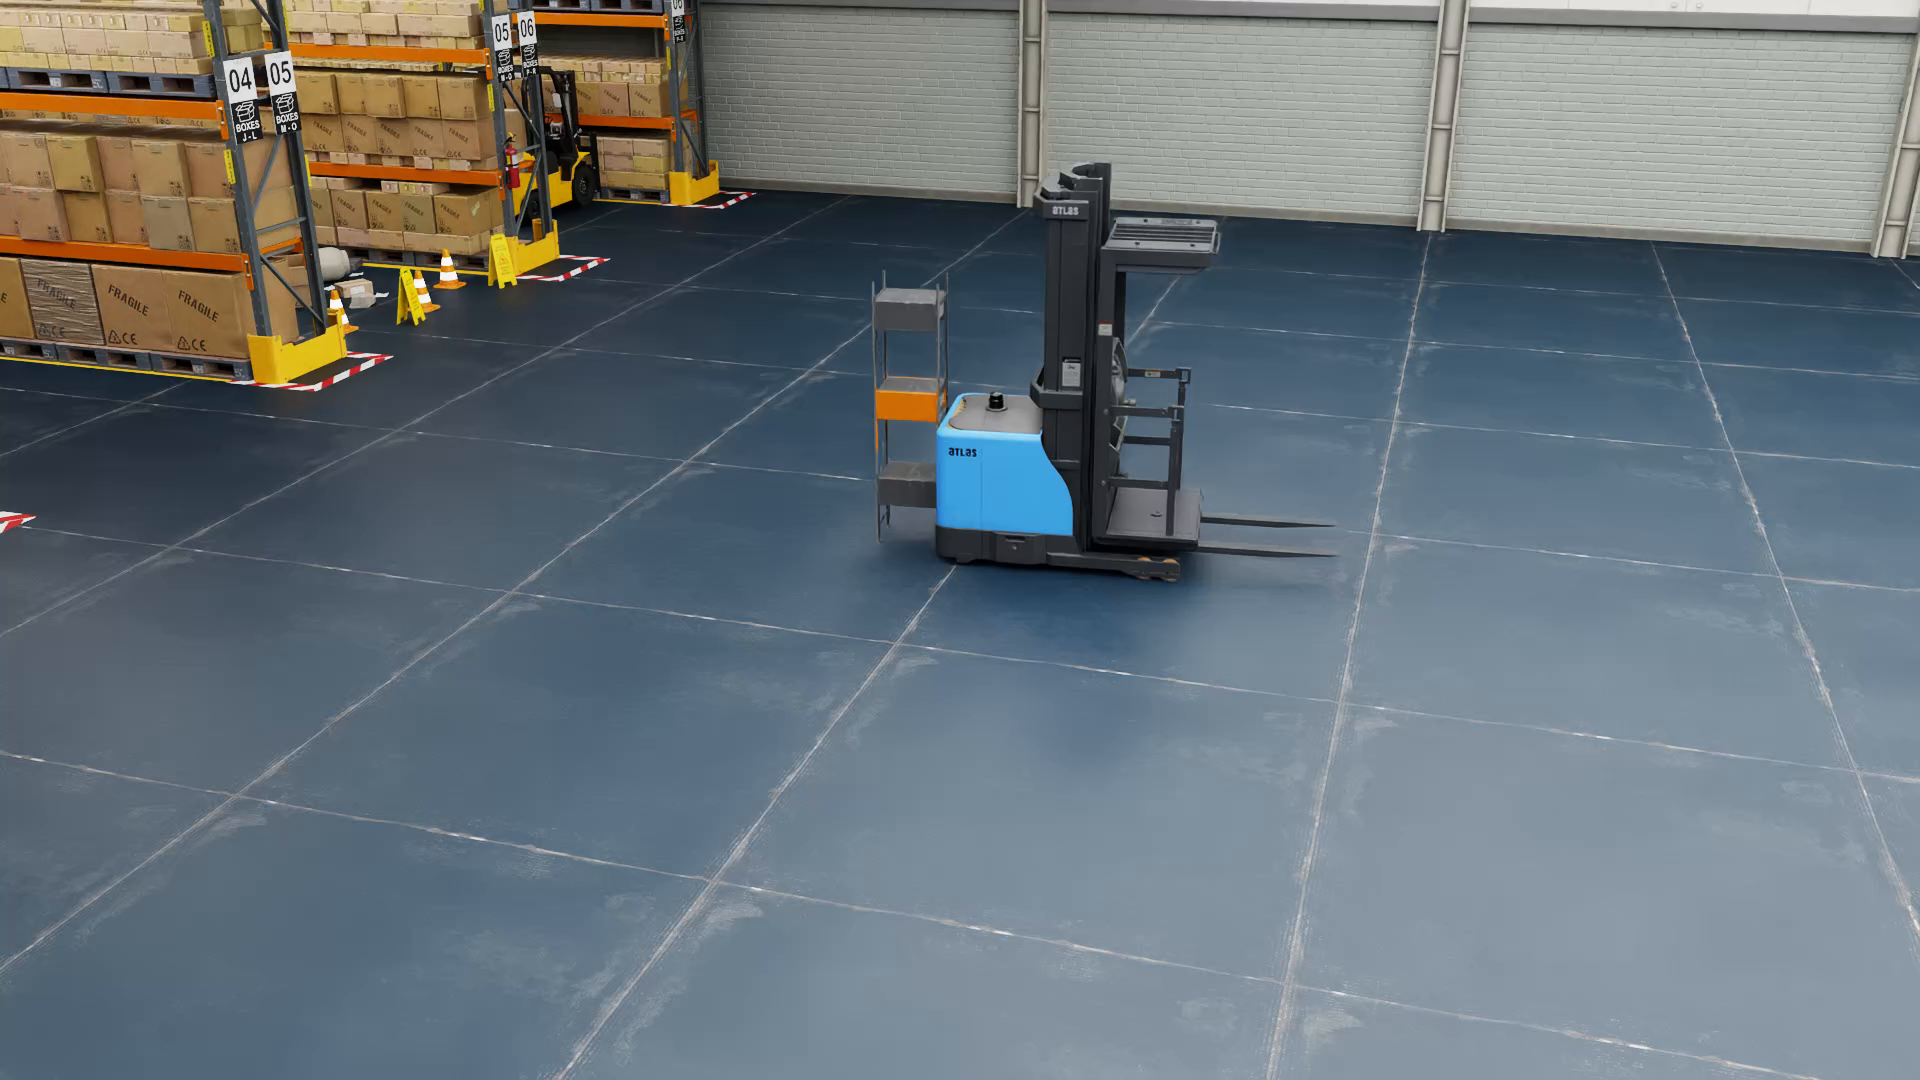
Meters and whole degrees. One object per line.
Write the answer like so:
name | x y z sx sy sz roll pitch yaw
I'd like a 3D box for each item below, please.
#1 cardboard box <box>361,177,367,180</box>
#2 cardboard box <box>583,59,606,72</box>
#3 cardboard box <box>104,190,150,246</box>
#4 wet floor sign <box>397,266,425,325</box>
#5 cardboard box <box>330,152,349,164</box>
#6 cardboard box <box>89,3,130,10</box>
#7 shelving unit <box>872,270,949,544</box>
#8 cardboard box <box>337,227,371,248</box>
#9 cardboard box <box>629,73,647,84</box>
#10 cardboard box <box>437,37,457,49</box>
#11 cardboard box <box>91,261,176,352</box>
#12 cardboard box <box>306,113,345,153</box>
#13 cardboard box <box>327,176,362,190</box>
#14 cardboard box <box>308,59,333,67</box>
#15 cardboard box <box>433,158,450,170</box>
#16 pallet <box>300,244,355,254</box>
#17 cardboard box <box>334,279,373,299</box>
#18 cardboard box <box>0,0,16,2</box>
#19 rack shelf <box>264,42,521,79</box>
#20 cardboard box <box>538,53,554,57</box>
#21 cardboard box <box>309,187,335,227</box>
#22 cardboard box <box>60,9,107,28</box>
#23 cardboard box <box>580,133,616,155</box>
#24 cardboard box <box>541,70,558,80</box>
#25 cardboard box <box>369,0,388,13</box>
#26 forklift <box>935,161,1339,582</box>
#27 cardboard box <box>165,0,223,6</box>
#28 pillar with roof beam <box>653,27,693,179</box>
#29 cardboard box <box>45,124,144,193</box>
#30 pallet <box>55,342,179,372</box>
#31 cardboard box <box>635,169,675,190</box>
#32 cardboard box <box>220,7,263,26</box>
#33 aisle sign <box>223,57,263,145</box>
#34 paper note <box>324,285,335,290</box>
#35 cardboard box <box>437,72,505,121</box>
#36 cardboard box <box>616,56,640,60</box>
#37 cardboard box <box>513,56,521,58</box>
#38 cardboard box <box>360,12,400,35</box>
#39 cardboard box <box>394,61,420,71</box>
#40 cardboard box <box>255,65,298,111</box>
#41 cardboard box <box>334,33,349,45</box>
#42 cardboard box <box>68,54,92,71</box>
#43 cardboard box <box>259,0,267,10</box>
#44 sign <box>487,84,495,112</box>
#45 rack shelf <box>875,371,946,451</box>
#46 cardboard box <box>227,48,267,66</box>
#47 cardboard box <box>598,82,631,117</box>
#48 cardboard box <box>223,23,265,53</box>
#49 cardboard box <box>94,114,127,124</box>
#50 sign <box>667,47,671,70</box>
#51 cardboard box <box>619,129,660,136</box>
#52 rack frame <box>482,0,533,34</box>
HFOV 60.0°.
cardboard box | -8.355 -4.705 22.774 0.500 0.500 0.500 7 23 16
cardboard box | -5.632 -7.347 25.756 0.250 0.149 0.380 7 23 17
cardboard box | -8.391 -3.463 17.467 0.550 0.550 0.875 7 23 16
wet floor sign | -6.391 -2.837 19.241 0.232 0.644 0.267 3 22 6
cardboard box | -8.056 -5.047 21.858 0.250 0.149 0.380 7 23 16
cardboard box | -8.680 -5.411 17.056 0.250 0.149 0.380 7 23 16
shelving unit | -0.371 -0.995 12.834 0.503 2.100 0.431 4 23 9
cardboard box | -7.977 -4.106 22.302 0.500 0.250 0.500 6 23 15
cardboard box | -4.893 -7.123 25.602 0.250 0.149 0.380 7 23 16
cardboard box | -6.327 -6.244 20.823 0.250 0.149 0.380 7 23 16
cardboard box | -8.502 -2.567 17.728 0.875 0.875 0.875 6 23 15
cardboard box | -8.182 -5.386 21.829 0.500 0.500 0.500 6 23 15
cardboard box | -8.146 -4.745 22.017 0.250 0.149 0.380 8 24 19
cardboard box | -10.427 -7.767 27.171 0.250 0.149 0.380 7 23 17
cardboard box | -6.591 -4.890 21.475 0.250 0.149 0.380 6 23 15
pallet | -8.833 -4.107 22.910 1.213 0.211 1.003 7 23 16
cardboard box | -7.495 -3.110 20.561 0.380 0.149 0.250 -20 29 -39
cardboard box | -10.136 -5.577 17.462 0.250 0.149 0.380 6 23 15
rack shelf | -7.572 -6.294 21.561 4.000 0.370 1.077 7 23 16
cardboard box | -6.678 -7.714 26.649 0.250 0.149 0.380 6 23 15
cardboard box | -8.484 -4.510 22.299 0.500 0.500 0.500 8 23 18
cardboard box | -8.628 -5.144 16.406 0.250 0.149 0.380 6 23 15
cardboard box | -5.734 -6.251 26.214 0.500 0.250 0.500 7 23 16
cardboard box | -6.353 -7.301 26.035 0.250 0.149 0.380 6 23 14
cardboard box | -7.255 -6.768 21.049 0.250 0.149 0.380 6 23 14
forklift | 1.376 -1.263 12.392 3.031 2.935 1.130 4 23 9
cardboard box | -10.088 -6.982 21.936 0.500 0.250 0.500 6 23 14
pillar with roof beam | -5.877 -8.439 21.890 0.400 9.000 9.100 7 23 16
cardboard box | -8.929 -3.982 17.310 0.500 0.550 0.875 7 23 16
pallet | -8.943 -2.114 18.049 1.213 0.211 1.003 7 23 15
cardboard box | -4.768 -5.682 26.145 0.500 0.250 0.500 7 23 16
cardboard box | -7.218 -5.243 16.648 0.250 0.149 0.380 7 23 16
aisle sign | -7.009 -4.296 16.270 0.004 0.787 0.394 7 23 16
paper note | -7.907 -3.169 20.875 0.142 0.019 0.148 16 27 34
cardboard box | -6.209 -5.643 21.138 0.500 0.500 0.700 6 23 14
cardboard box | -5.217 -7.519 26.175 0.250 0.149 0.380 7 23 16
cardboard box | -7.097 -7.517 26.170 0.250 0.149 0.380 7 23 17
cardboard box | -7.204 -6.544 21.030 0.500 0.250 0.500 7 23 17
cardboard box | -8.919 -7.633 26.844 0.250 0.149 0.380 7 23 15
cardboard box | -9.128 -5.977 21.954 0.500 0.500 0.700 6 23 15
cardboard box | -7.781 -6.437 21.293 0.250 0.149 0.380 7 23 16
cardboard box | -8.623 -4.775 16.556 0.250 0.149 0.380 7 23 16
cardboard box | -8.772 -6.895 21.360 0.250 0.149 0.380 6 23 14
sign | -5.837 -5.502 20.694 0.005 0.325 0.100 7 23 16
rack shelf | -0.371 -0.982 12.839 0.480 0.518 0.431 4 23 9
cardboard box | -7.226 -4.876 16.803 0.250 0.149 0.380 7 23 16
cardboard box | -5.268 -6.888 25.884 0.500 0.500 0.500 7 23 17
cardboard box | -7.378 -5.053 16.708 0.500 0.250 0.500 6 23 15
cardboard box | -11.464 -5.973 22.708 0.500 0.500 0.500 6 23 13
sign | -4.397 -7.273 25.116 0.005 0.325 0.100 7 23 16
cardboard box | -5.112 -6.383 26.536 0.500 0.250 0.500 7 23 16
rack frame | -5.657 -7.795 20.321 0.127 3.000 1.000 7 23 16
